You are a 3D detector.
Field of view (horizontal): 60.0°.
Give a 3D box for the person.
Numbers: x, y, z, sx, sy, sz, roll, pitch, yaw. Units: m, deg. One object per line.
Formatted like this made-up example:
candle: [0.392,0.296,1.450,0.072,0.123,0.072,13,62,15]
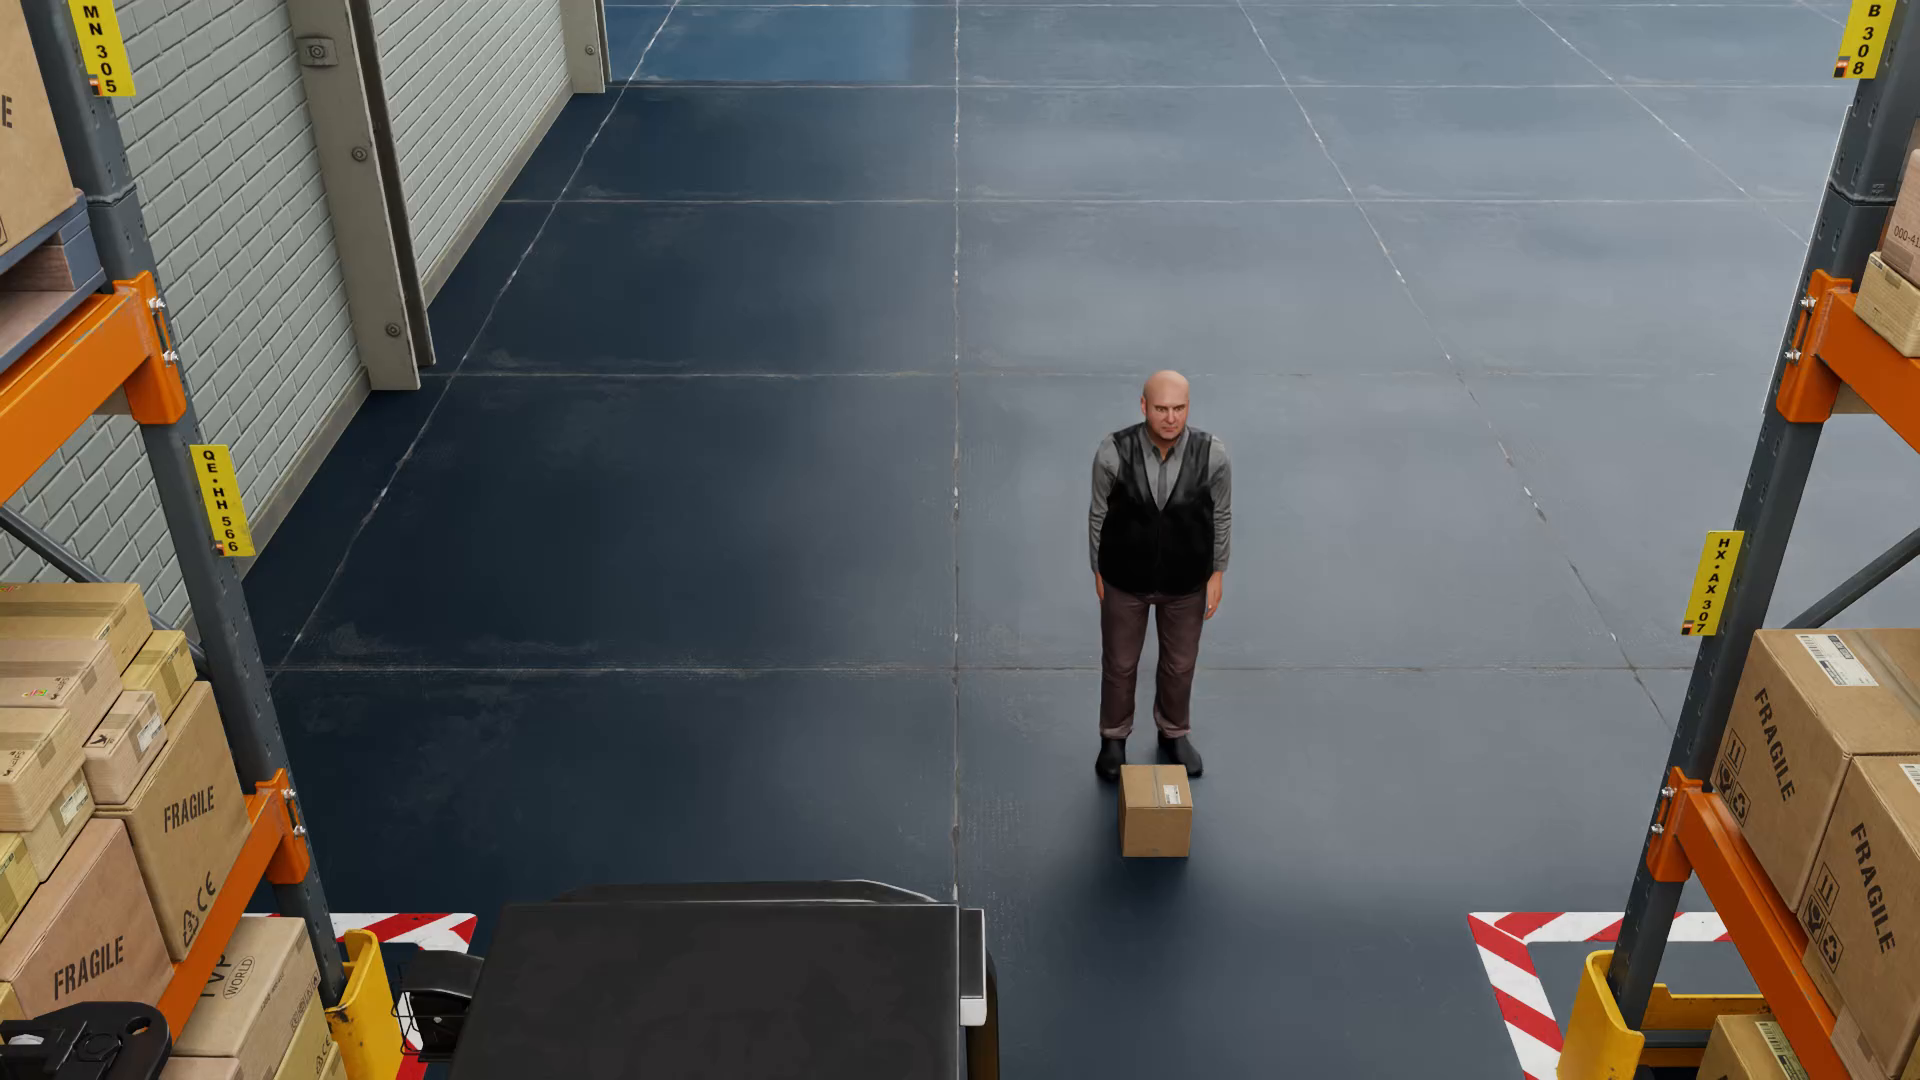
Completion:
person: [0.755,0.199,6.423,0.539,1.657,0.355,1,31,1]
